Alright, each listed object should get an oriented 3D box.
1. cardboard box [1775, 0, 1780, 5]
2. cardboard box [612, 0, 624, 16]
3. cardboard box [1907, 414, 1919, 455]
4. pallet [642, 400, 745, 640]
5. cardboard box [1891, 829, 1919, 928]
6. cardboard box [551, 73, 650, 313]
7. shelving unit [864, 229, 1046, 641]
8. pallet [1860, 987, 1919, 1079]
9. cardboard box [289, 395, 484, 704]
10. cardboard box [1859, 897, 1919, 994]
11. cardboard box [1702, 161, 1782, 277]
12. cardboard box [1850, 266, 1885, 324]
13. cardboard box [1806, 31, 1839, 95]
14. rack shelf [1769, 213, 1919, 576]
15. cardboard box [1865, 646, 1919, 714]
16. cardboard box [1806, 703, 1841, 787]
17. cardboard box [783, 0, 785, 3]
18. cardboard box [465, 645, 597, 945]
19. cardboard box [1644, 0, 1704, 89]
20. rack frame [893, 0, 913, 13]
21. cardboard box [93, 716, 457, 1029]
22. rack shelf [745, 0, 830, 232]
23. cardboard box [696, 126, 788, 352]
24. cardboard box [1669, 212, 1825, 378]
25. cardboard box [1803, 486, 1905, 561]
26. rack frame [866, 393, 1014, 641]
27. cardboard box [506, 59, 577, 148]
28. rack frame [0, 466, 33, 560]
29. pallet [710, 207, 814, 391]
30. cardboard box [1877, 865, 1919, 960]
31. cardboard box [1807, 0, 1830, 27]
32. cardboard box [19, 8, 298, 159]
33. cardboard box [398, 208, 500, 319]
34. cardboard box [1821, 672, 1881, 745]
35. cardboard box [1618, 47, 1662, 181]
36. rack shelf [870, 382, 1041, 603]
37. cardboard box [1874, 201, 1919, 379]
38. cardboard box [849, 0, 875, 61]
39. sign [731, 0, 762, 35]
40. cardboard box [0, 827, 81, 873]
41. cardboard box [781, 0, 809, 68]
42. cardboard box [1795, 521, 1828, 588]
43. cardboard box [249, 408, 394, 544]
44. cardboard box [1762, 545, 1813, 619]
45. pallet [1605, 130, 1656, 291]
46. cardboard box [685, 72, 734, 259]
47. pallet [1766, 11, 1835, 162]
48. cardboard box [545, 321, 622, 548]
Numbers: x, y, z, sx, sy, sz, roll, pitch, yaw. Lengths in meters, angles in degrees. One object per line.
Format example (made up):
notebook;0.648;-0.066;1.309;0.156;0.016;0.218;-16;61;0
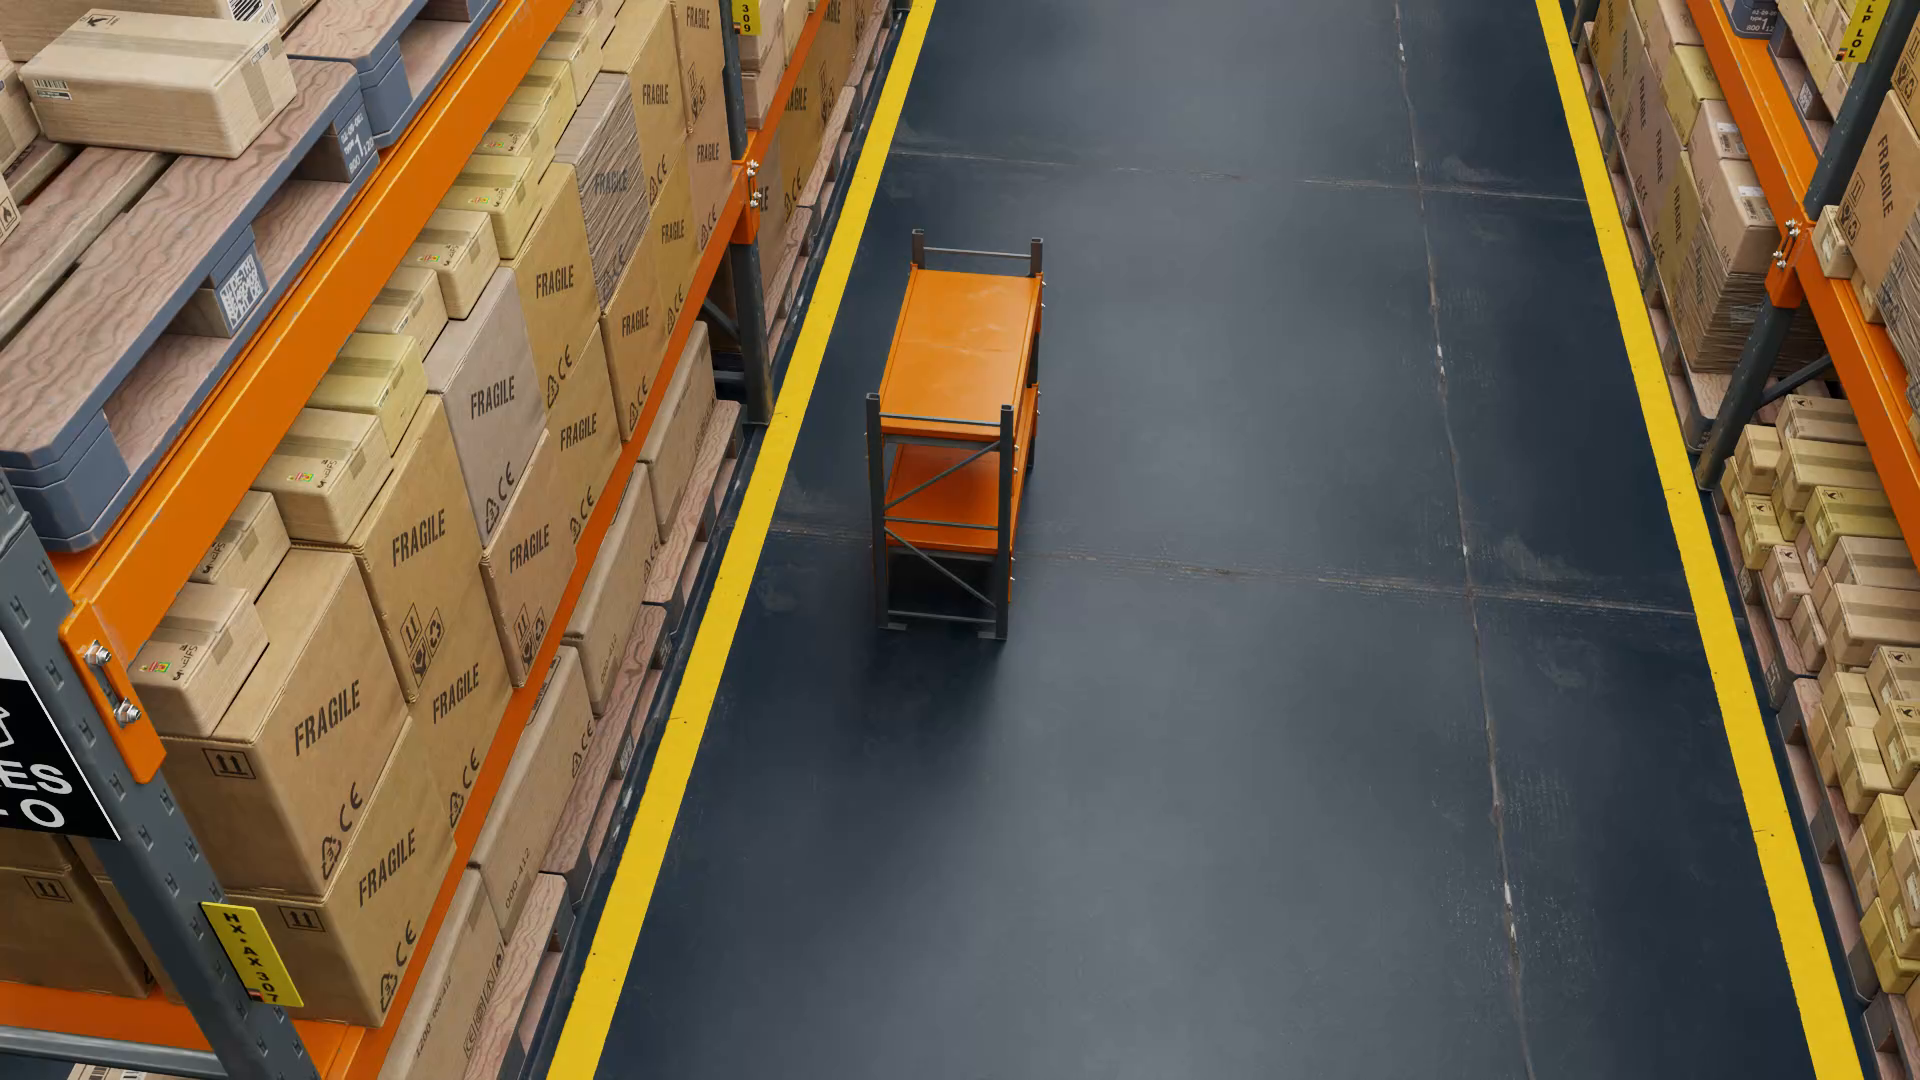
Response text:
cardboard box;3.586;-2.345;6.922;0.380;0.149;0.250;4;44;4
cardboard box;-1.234;-1.726;5.119;0.380;0.149;0.250;5;44;6
cardboard box;3.151;-0.313;5.082;0.380;0.149;0.250;6;44;6
pallet;-1.501;-0.145;6.750;1.003;0.211;1.213;5;44;6
cardboard box;2.962;1.008;4.839;0.380;0.149;0.250;7;44;7
cardboard box;-1.245;-1.029;4.855;0.500;0.500;0.500;6;44;6
shelving unit;-0.001;-0.404;6.358;0.538;1.125;1.048;5;44;6
pallet;3.220;1.849;4.644;1.003;0.211;1.213;5;44;6
cardboard box;-1.445;0.004;3.764;0.500;0.500;0.500;4;44;4
cardboard box;2.976;1.238;5.029;0.380;0.149;0.250;3;44;4
cardboard box;3.444;-1.335;6.946;0.500;0.250;0.500;4;44;4
cardboard box;3.274;-0.850;5.649;0.380;0.149;0.250;6;44;7
cardboard box;3.486;-1.815;6.362;0.380;0.149;0.250;5;44;6
rack shelf;3.332;0.337;4.736;1.077;0.370;4.000;5;44;6
cardboard box;3.185;0.493;5.383;0.380;0.149;0.250;4;44;4
cardboard box;3.099;0.702;5.595;0.380;0.149;0.250;4;44;4
cardboard box;-0.945;-2.428;6.878;0.500;0.250;0.500;6;44;6
cardboard box;-1.751;0.752;5.332;0.875;0.438;0.875;6;44;7
cardboard box;3.649;-2.401;8.071;0.500;0.250;0.500;6;44;6
rack frame;-0.795;-4.395;9.210;1.000;3.000;0.127;5;44;6
cardboard box;-1.504;0.720;3.735;0.500;0.500;0.500;5;44;5
rack shelf;-1.059;-2.771;8.018;1.077;0.370;4.000;5;44;6
cardboard box;-1.321;-1.479;7.371;0.875;0.875;0.875;6;44;7
cardboard box;3.445;-1.060;7.200;0.500;0.500;0.500;4;44;5
cardboard box;3.266;-0.046;5.952;0.380;0.149;0.250;5;44;5
rack frame;-0.068;-0.057;5.993;0.500;1.125;0.032;5;44;6
cardboard box;-1.280;-1.199;4.563;0.380;0.149;0.250;4;44;5
rack frame;-1.852;-1.121;1.389;1.000;3.000;0.127;5;44;6
pallet;-1.296;-1.189;7.852;1.003;0.211;1.213;5;44;6
cardboard box;2.977;1.119;4.938;0.380;0.149;0.250;6;44;6
cardboard box;3.523;-2.095;6.441;0.380;0.149;0.250;7;44;7
cardboard box;-1.480;-0.850;3.089;0.380;0.149;0.250;7;44;7
cardboard box;-1.345;-0.677;4.012;0.380;0.149;0.250;6;44;6
cardboard box;3.096;0.590;5.497;0.380;0.149;0.250;5;44;5
cardboard box;3.653;-2.106;8.306;0.500;0.500;0.500;4;44;4
rack shelf;-0.001;-0.226;6.527;0.538;0.278;1.000;5;44;6
cardboard box;3.223;-0.779;5.102;0.500;0.500;0.500;5;44;5
cardboard box;-0.968;-3.313;9.307;0.875;0.875;0.875;5;44;5
sign;-0.773;-1.962;5.954;0.100;0.325;0.005;5;44;6
cardboard box;-2.024;0.308;3.443;0.500;0.500;0.500;7;44;7
cardboard box;-0.937;-2.243;7.046;0.500;0.250;0.500;4;44;4
cardboard box;3.290;0.055;6.062;0.380;0.149;0.250;5;44;5
cardboard box;-1.419;-0.146;3.451;0.380;0.149;0.250;6;44;7
cardboard box;3.213;0.170;6.157;0.380;0.149;0.250;5;44;5
pallet;3.857;-1.640;8.328;1.003;0.211;1.213;5;44;6
cardboard box;-1.131;-1.366;5.938;0.500;0.500;0.500;6;44;6
pallet;3.842;-1.726;6.530;1.003;0.211;1.213;5;44;6
cardboard box;-1.330;-0.315;4.828;0.500;0.500;0.500;7;44;7
